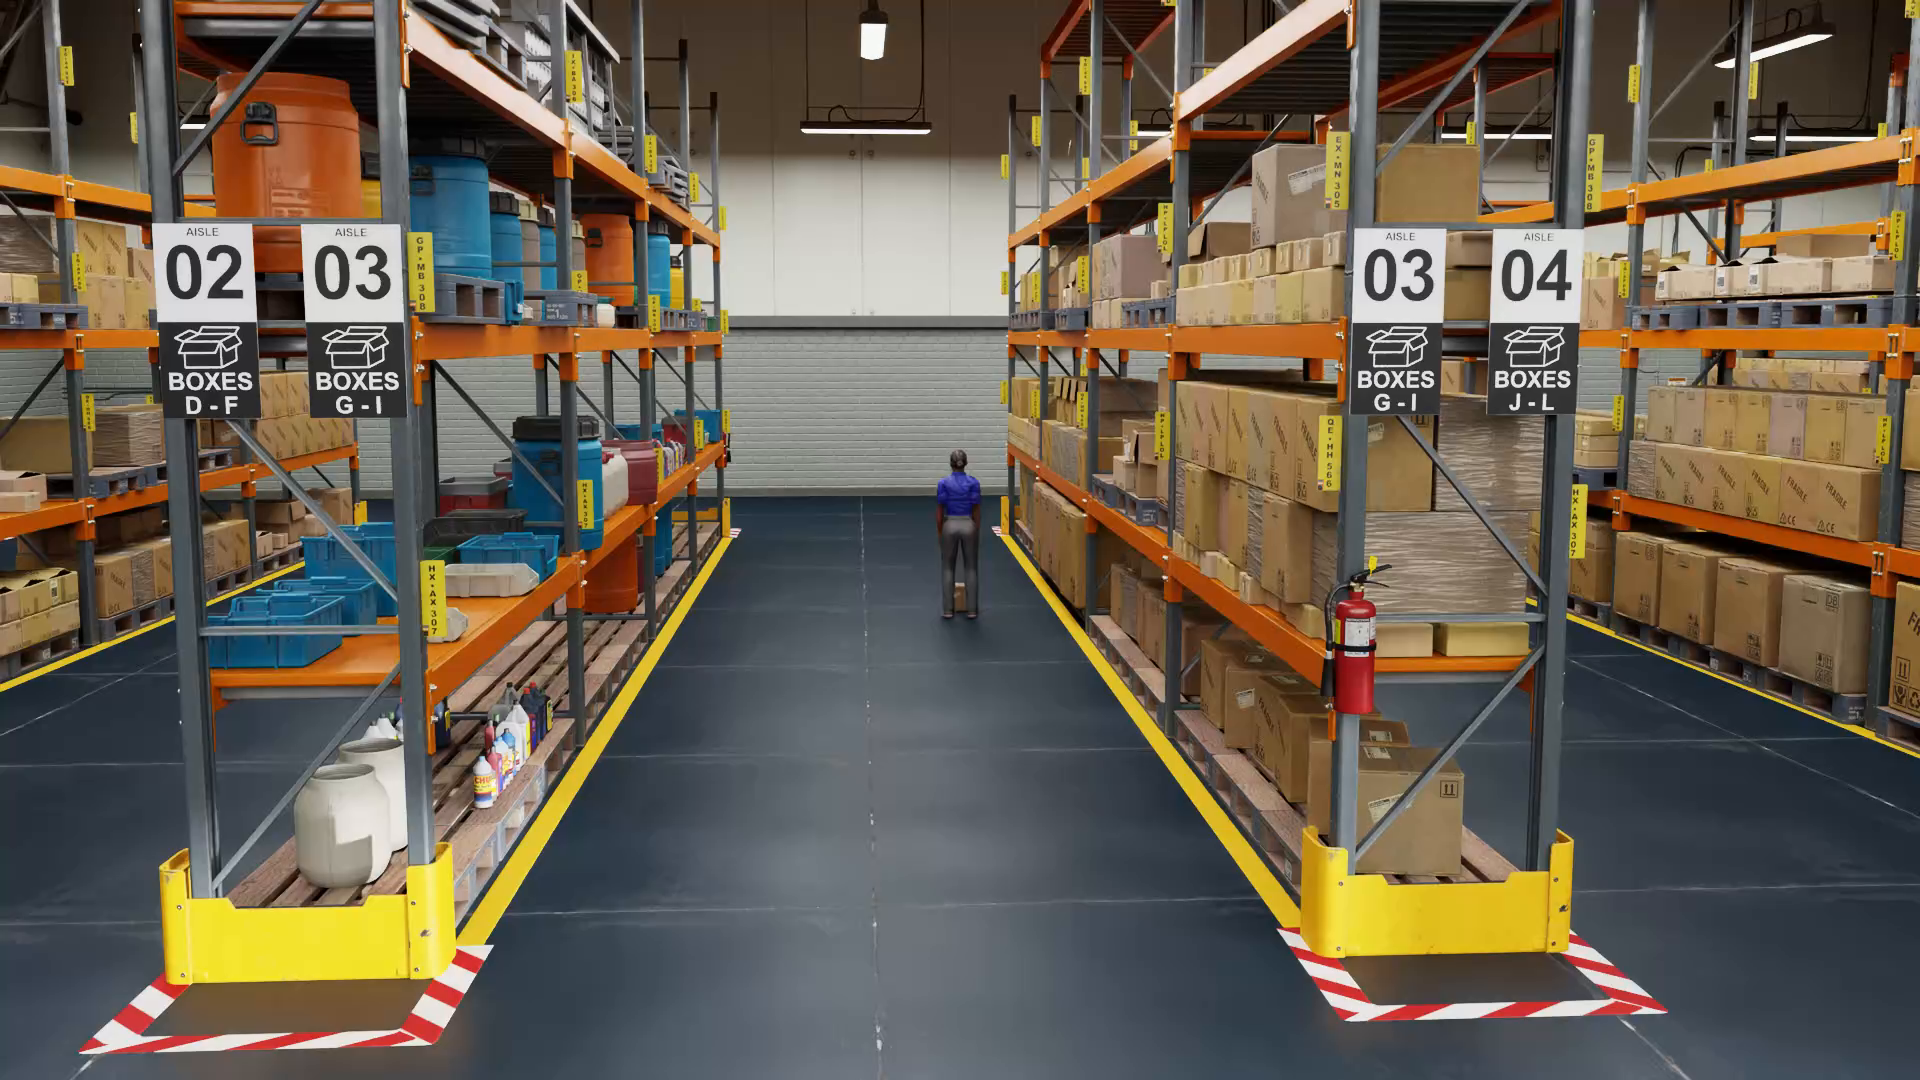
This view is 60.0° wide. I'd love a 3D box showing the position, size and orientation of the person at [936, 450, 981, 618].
[{"bbox_3d":[-0.014,-0.061,16.290,0.432,1.656,0.299,0,7,0],"label":"person"}]
